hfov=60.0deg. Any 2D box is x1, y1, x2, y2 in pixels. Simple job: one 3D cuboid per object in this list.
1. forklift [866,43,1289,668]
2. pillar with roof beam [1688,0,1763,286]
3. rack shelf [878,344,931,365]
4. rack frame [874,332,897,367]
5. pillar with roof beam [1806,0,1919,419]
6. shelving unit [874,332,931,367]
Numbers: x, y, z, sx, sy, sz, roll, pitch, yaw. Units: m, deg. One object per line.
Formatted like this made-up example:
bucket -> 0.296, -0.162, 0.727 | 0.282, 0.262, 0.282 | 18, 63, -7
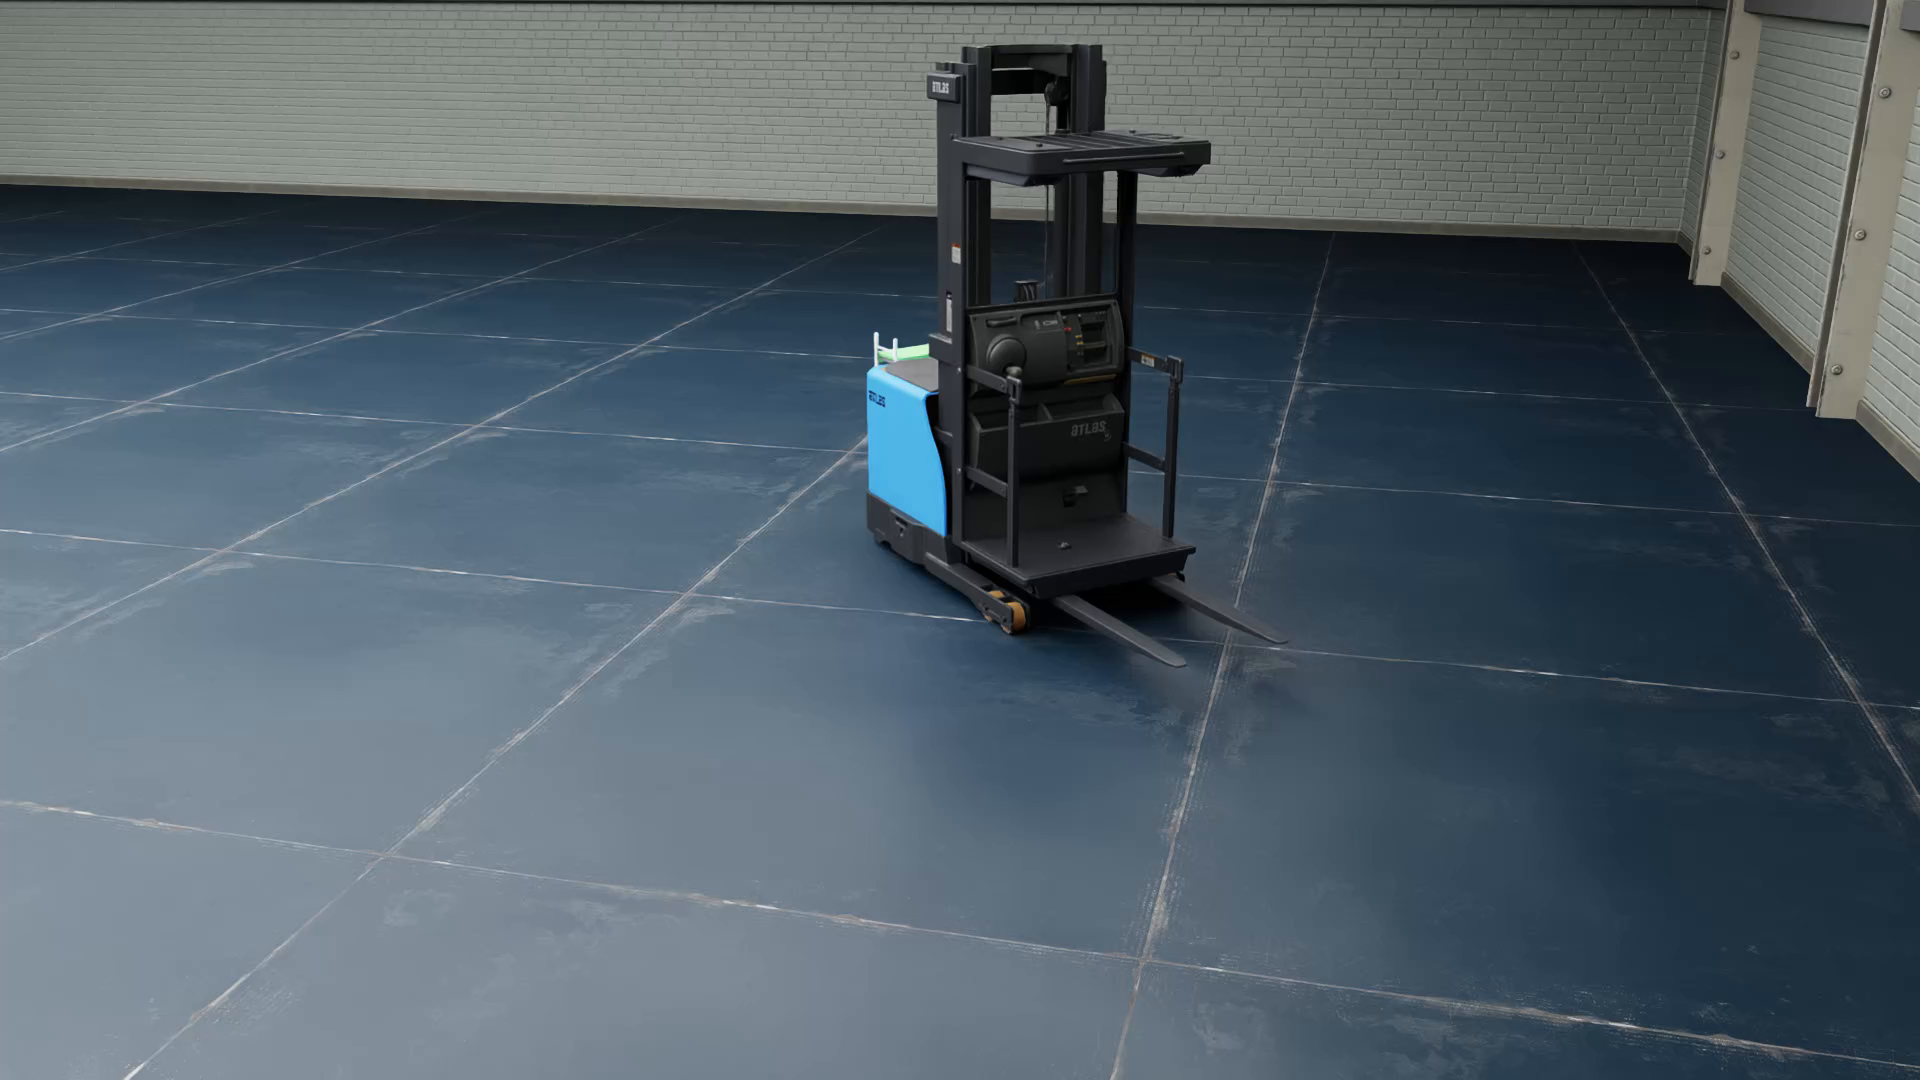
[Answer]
forklift -> 0.579, -1.064, 8.767 | 1.130, 2.935, 3.031 | -10, 21, -27
pillar with roof beam -> 4.192, -7.491, 18.196 | 9.100, 9.000, 0.400 | 5, 19, 13
rack shelf -> -0.250, -1.111, 10.297 | 0.480, 0.148, 0.258 | -12, 22, -32
rack frame -> -0.452, -0.673, 10.301 | 0.015, 1.200, 0.240 | -12, 22, -32
pillar with roof beam -> 2.726, -5.610, 12.690 | 9.100, 9.000, 0.400 | 5, 19, 13
shelving unit -> -0.250, -0.717, 10.431 | 0.503, 1.200, 0.258 | -12, 22, -32
